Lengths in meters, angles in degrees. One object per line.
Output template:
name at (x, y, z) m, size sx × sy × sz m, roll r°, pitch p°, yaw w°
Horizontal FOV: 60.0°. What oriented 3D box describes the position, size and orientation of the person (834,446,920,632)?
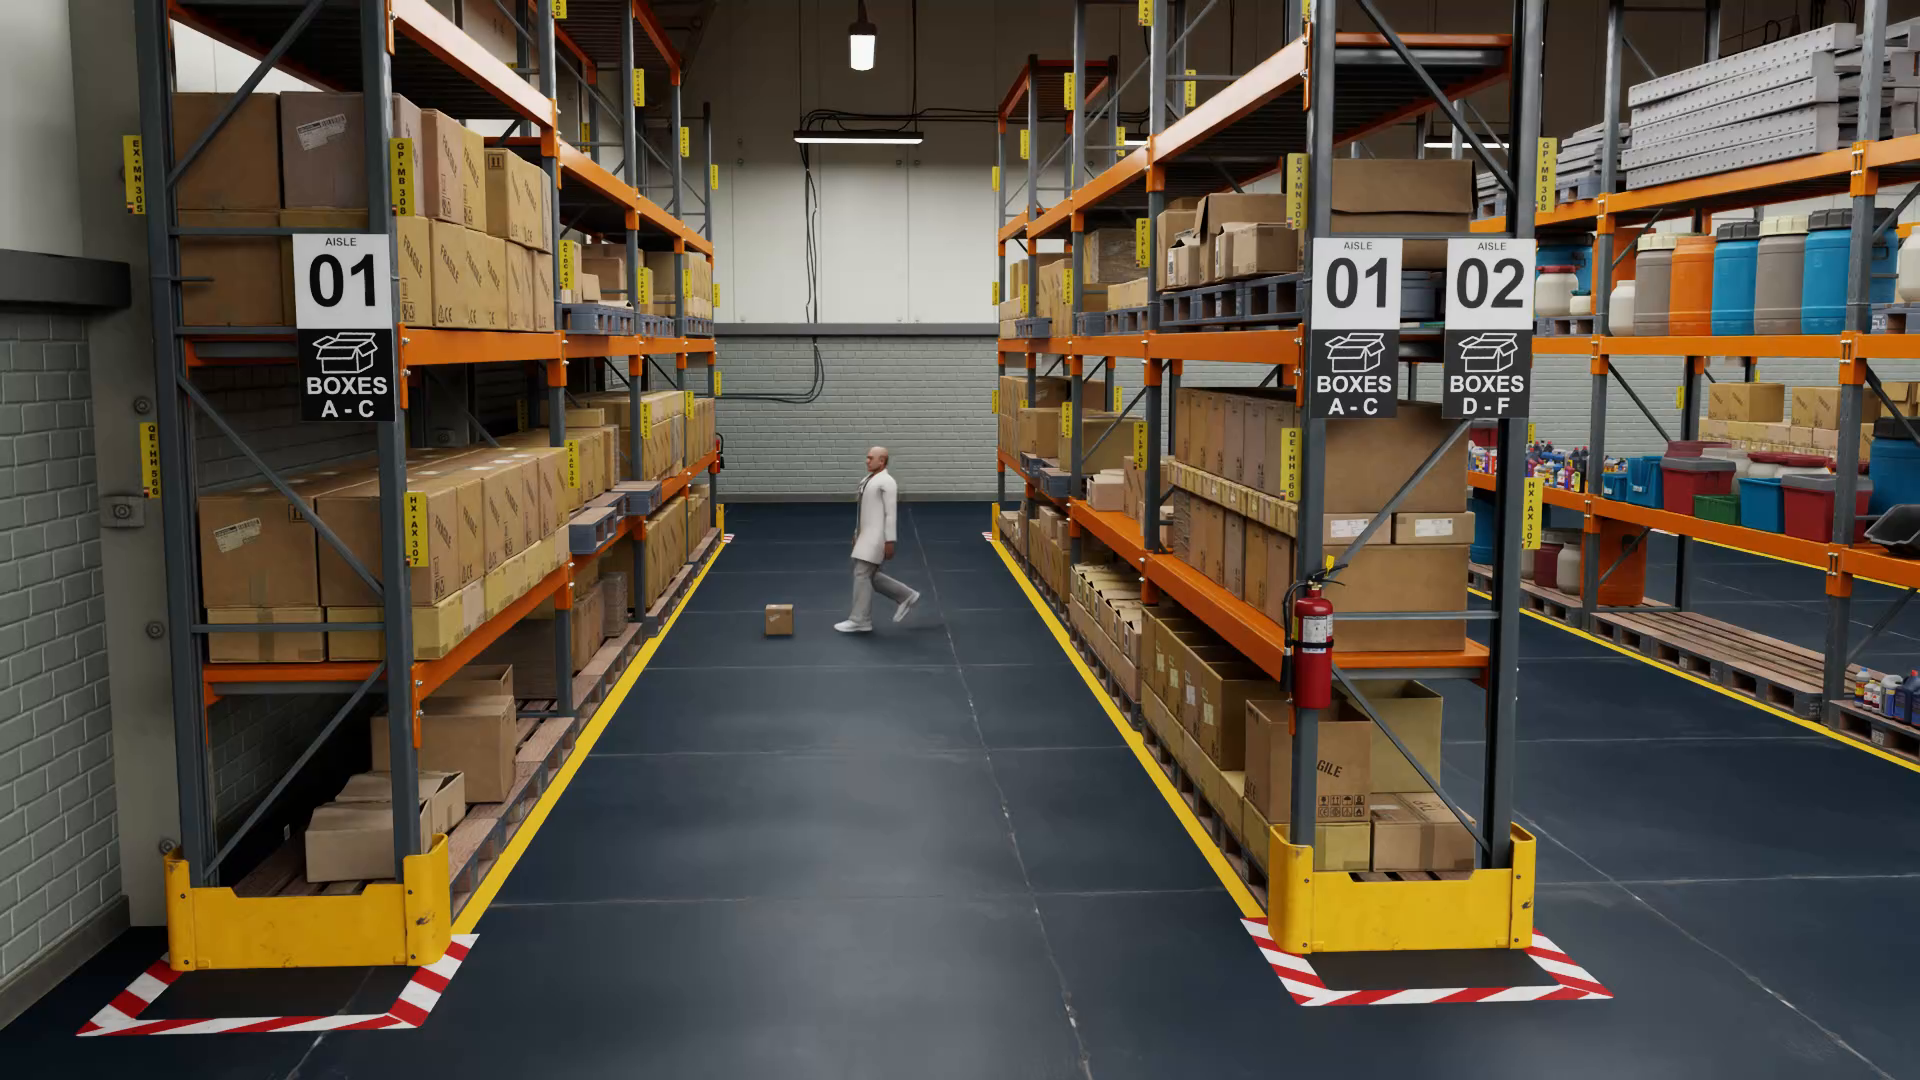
person at (-0.802, -0.024, 15.964) m, size 0.915 × 1.752 × 0.589 m, roll -2°, pitch 7°, yaw -20°
